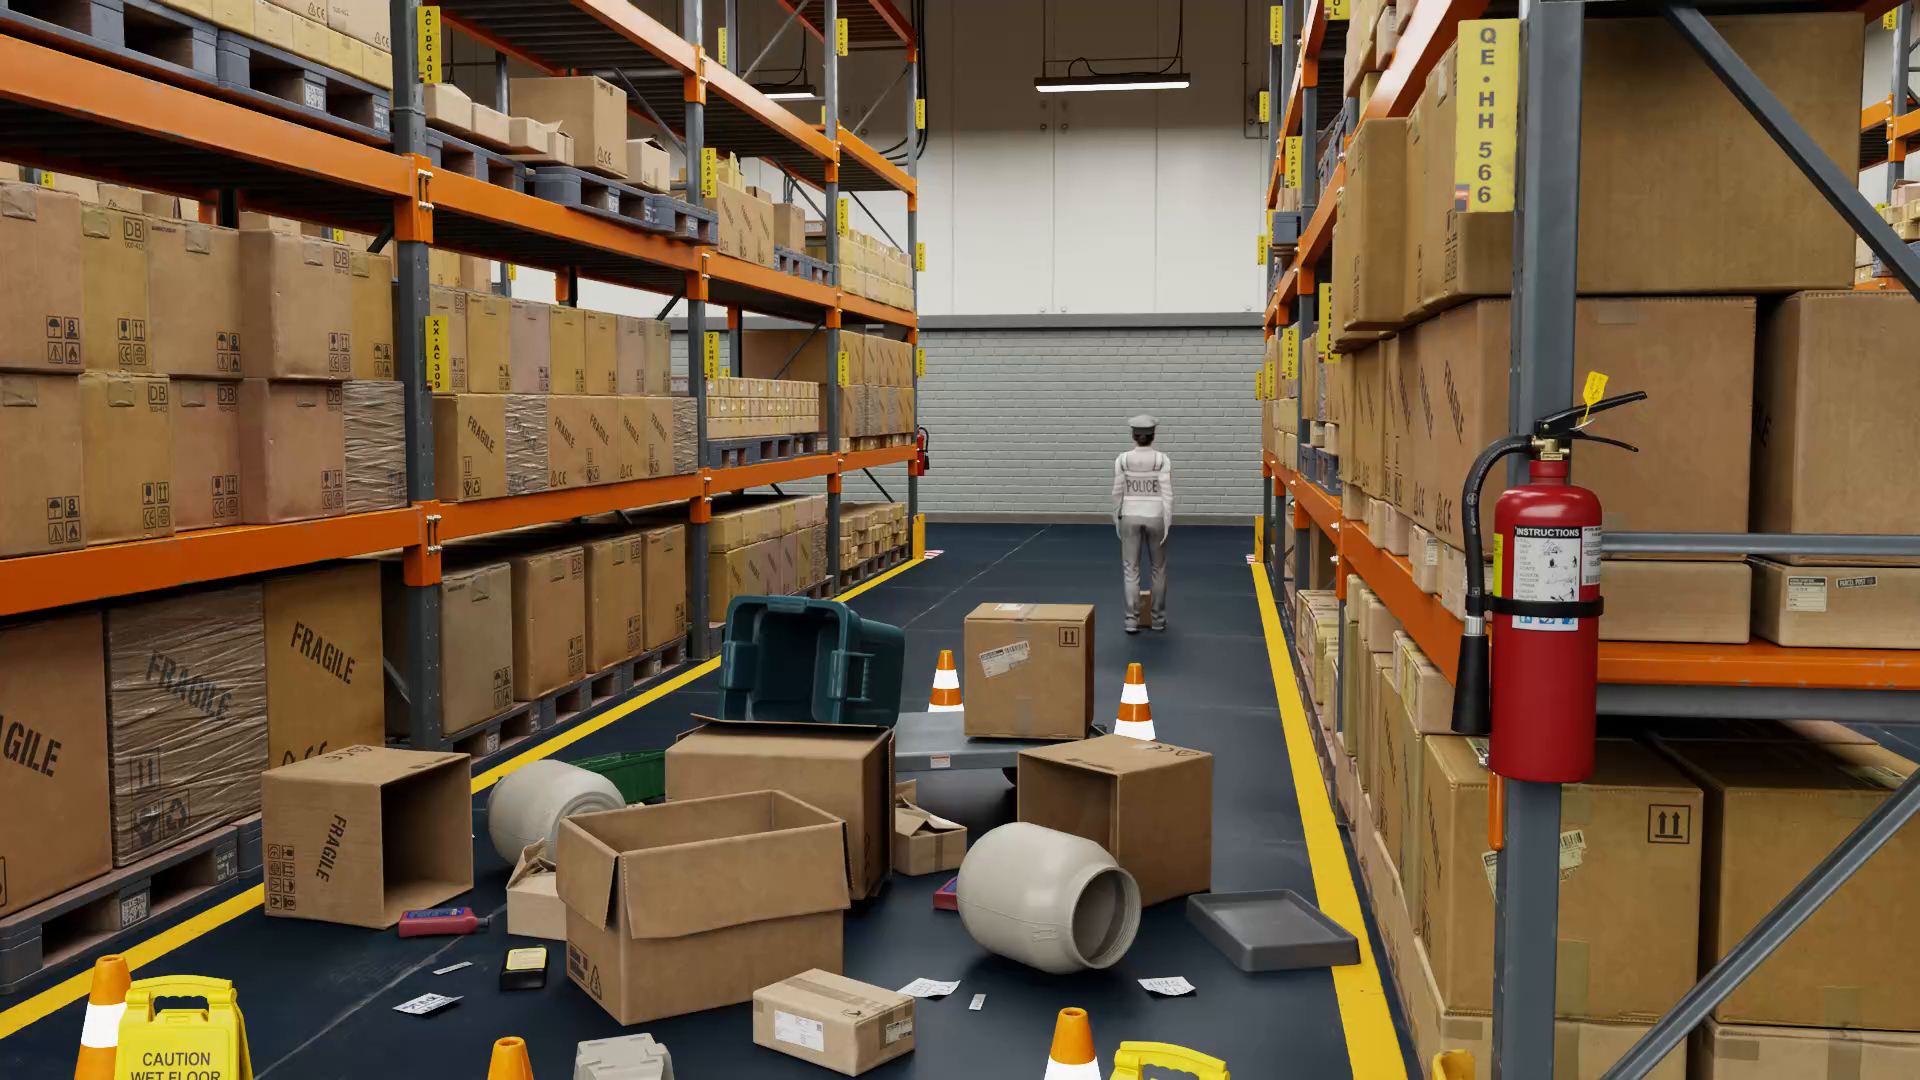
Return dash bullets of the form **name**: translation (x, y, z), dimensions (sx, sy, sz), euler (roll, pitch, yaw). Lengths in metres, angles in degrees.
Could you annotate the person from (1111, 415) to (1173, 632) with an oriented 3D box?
- **person**: translation (1.418, -0.130, 12.930), dimensions (0.475, 1.683, 0.485), euler (1, 5, 9)
